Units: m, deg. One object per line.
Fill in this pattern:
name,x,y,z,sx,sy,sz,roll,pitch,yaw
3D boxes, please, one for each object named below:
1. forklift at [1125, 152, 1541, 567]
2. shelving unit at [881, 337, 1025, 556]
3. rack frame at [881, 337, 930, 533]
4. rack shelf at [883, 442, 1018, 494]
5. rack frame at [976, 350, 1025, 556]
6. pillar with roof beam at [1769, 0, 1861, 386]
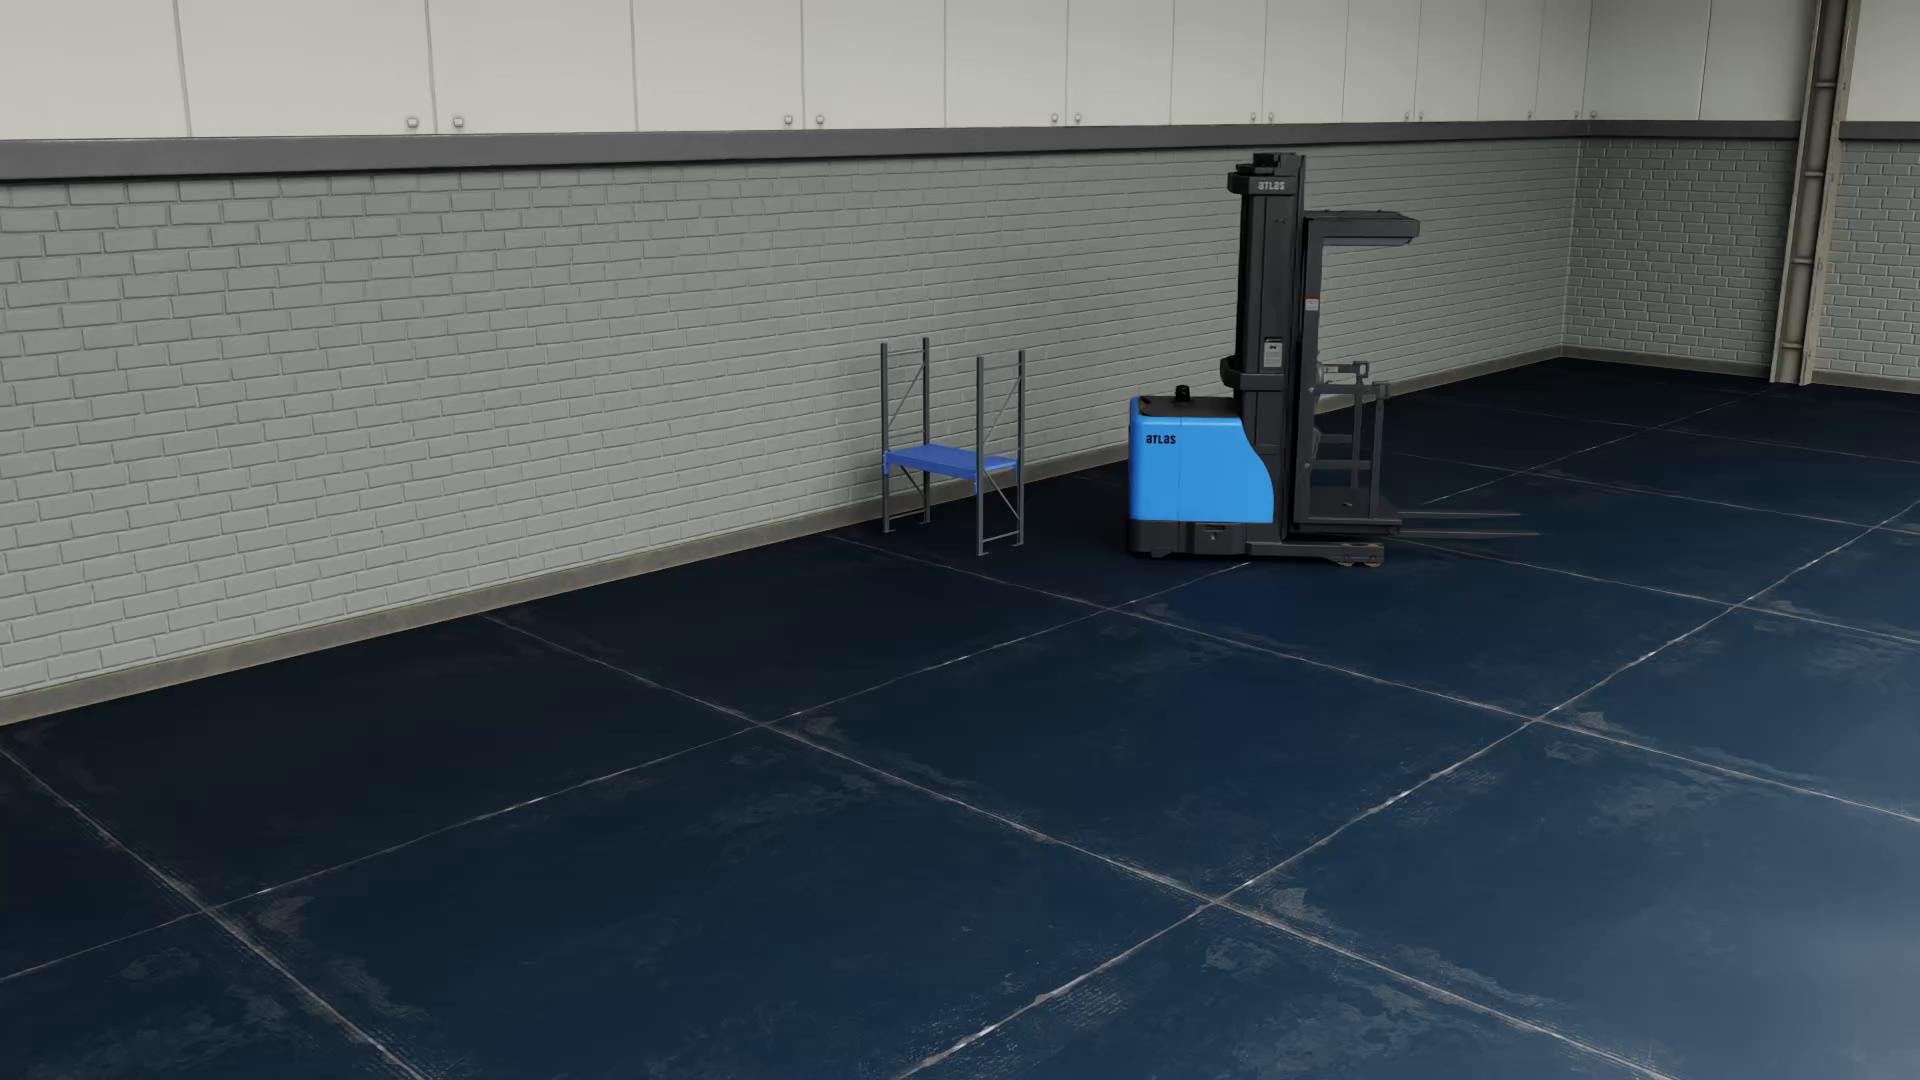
forklift,2.786,-1.361,12.344,3.031,2.935,1.130,1,15,5
shelving unit,-0.061,-0.741,12.800,1.048,1.500,0.538,14,20,42
rack frame,-0.427,-0.830,13.142,0.032,1.500,0.500,14,20,42
rack shelf,-0.061,-0.567,12.846,1.000,0.185,0.538,14,20,42
rack frame,0.305,-0.652,12.459,0.032,1.500,0.500,14,20,42
pillar with roof beam,7.166,-5.502,16.201,0.400,9.000,9.100,14,20,42
